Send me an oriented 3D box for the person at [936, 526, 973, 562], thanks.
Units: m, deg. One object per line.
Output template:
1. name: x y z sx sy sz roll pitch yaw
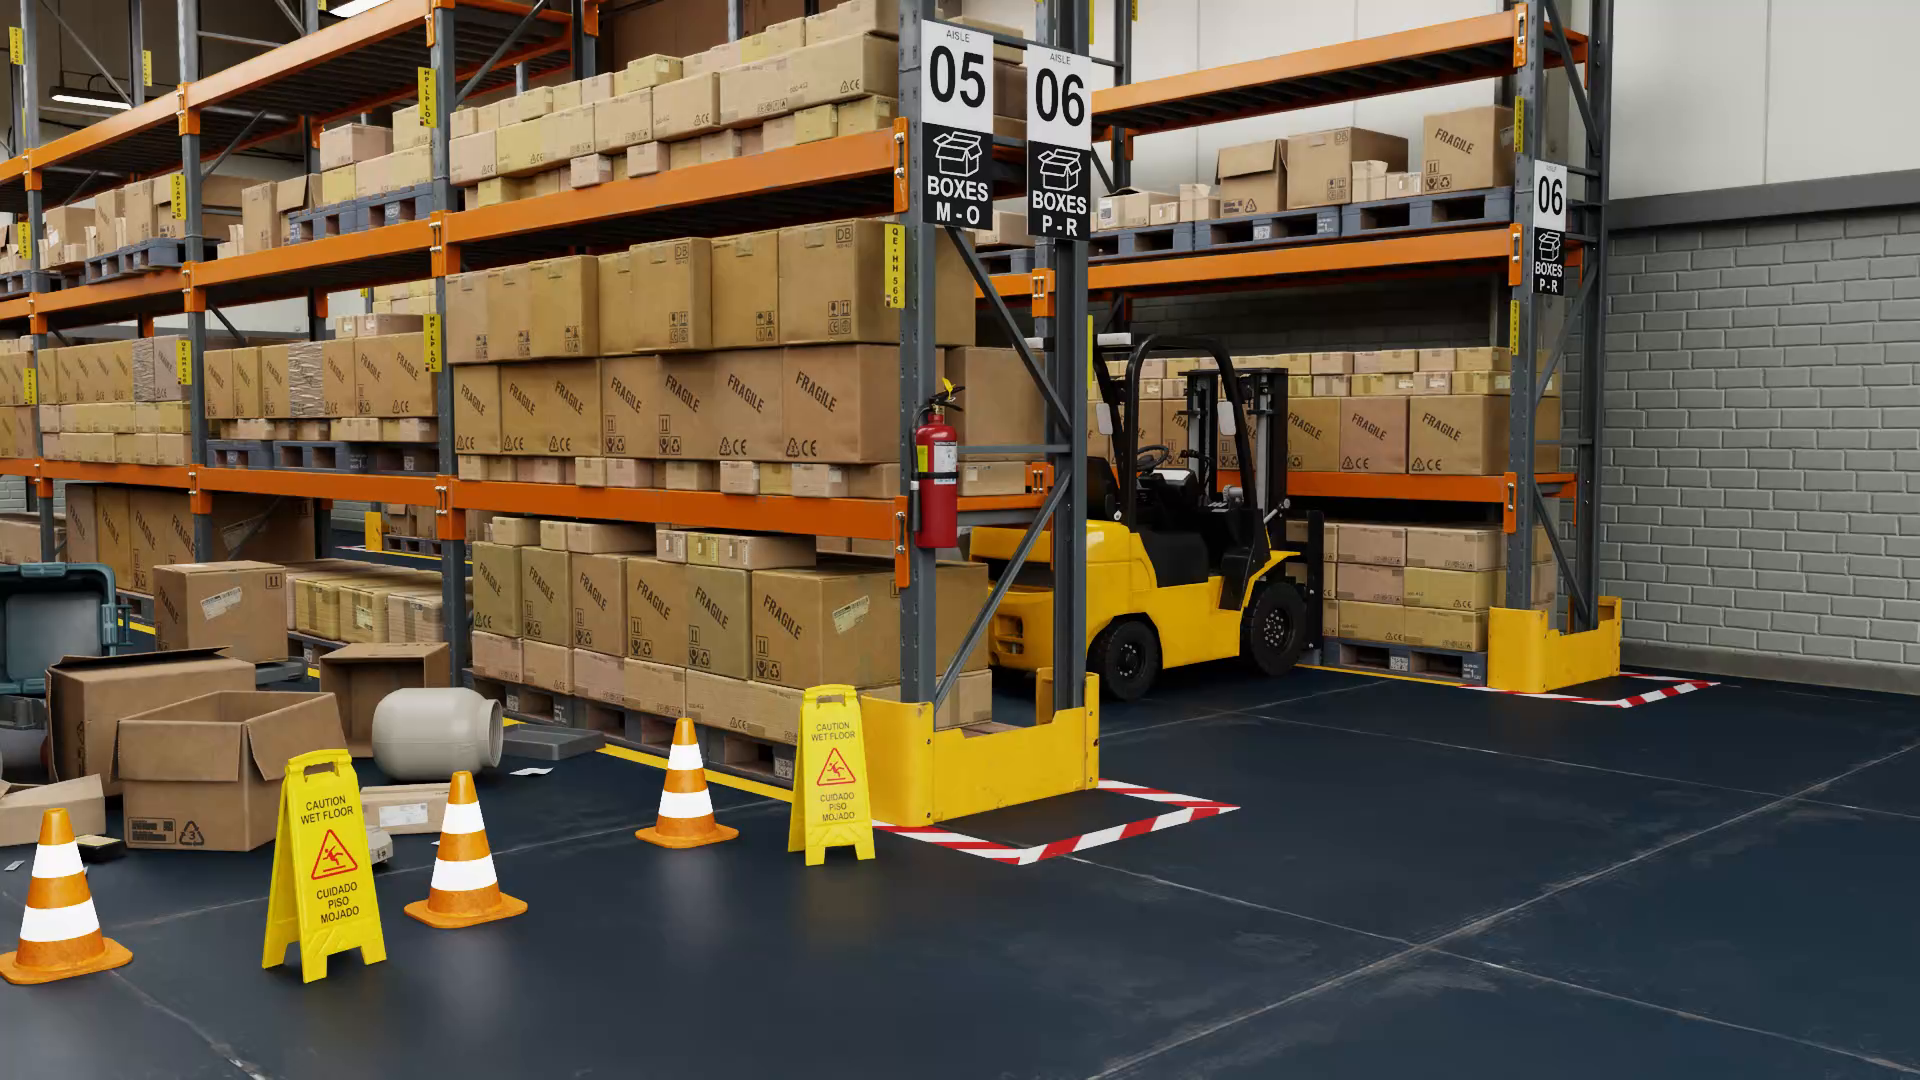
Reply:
1. person: -0.010 0.169 11.694 0.486 1.290 1.007 4 5 44
